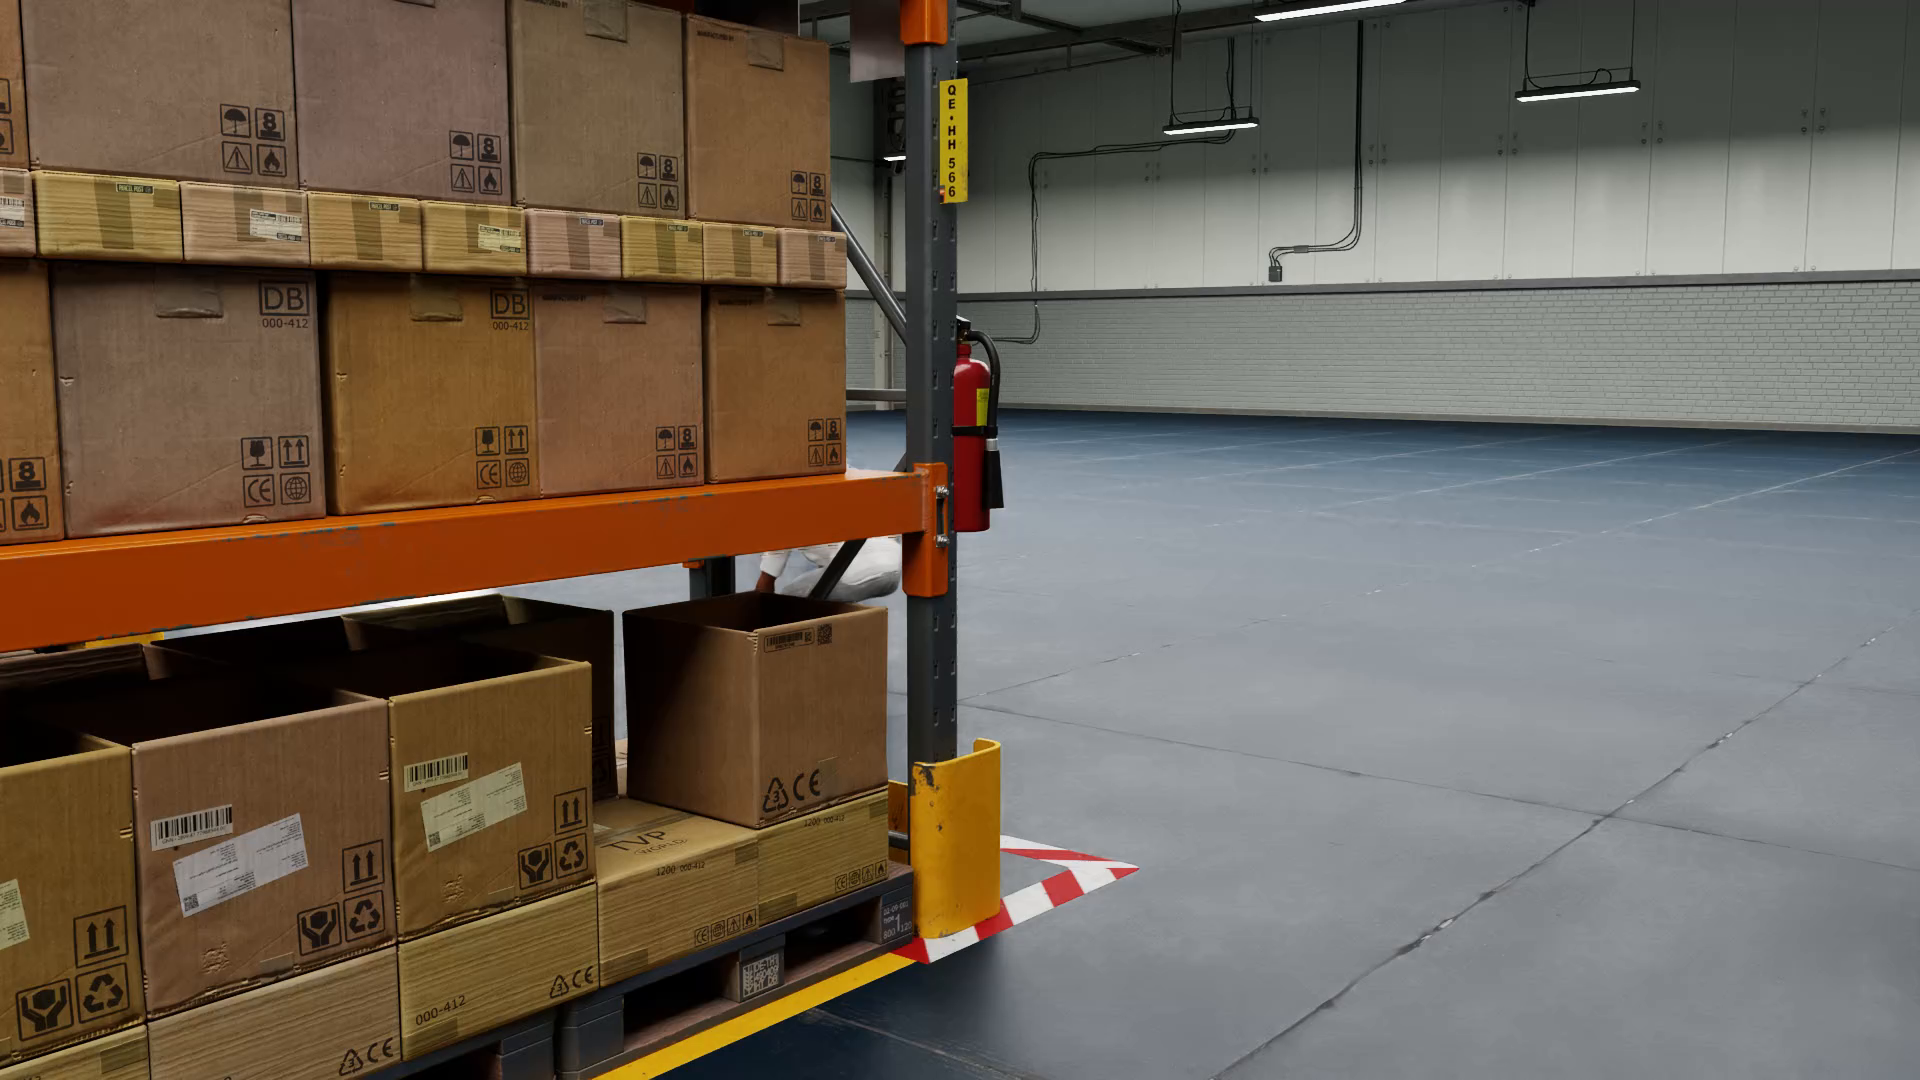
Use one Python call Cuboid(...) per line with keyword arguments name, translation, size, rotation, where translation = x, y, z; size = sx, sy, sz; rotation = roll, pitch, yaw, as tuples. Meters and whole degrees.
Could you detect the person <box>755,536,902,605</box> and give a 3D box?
Cuboid(name="person", translation=(-0.716, 0.173, 8.673), size=(0.898, 0.957, 0.576), rotation=(5, 8, 38))
